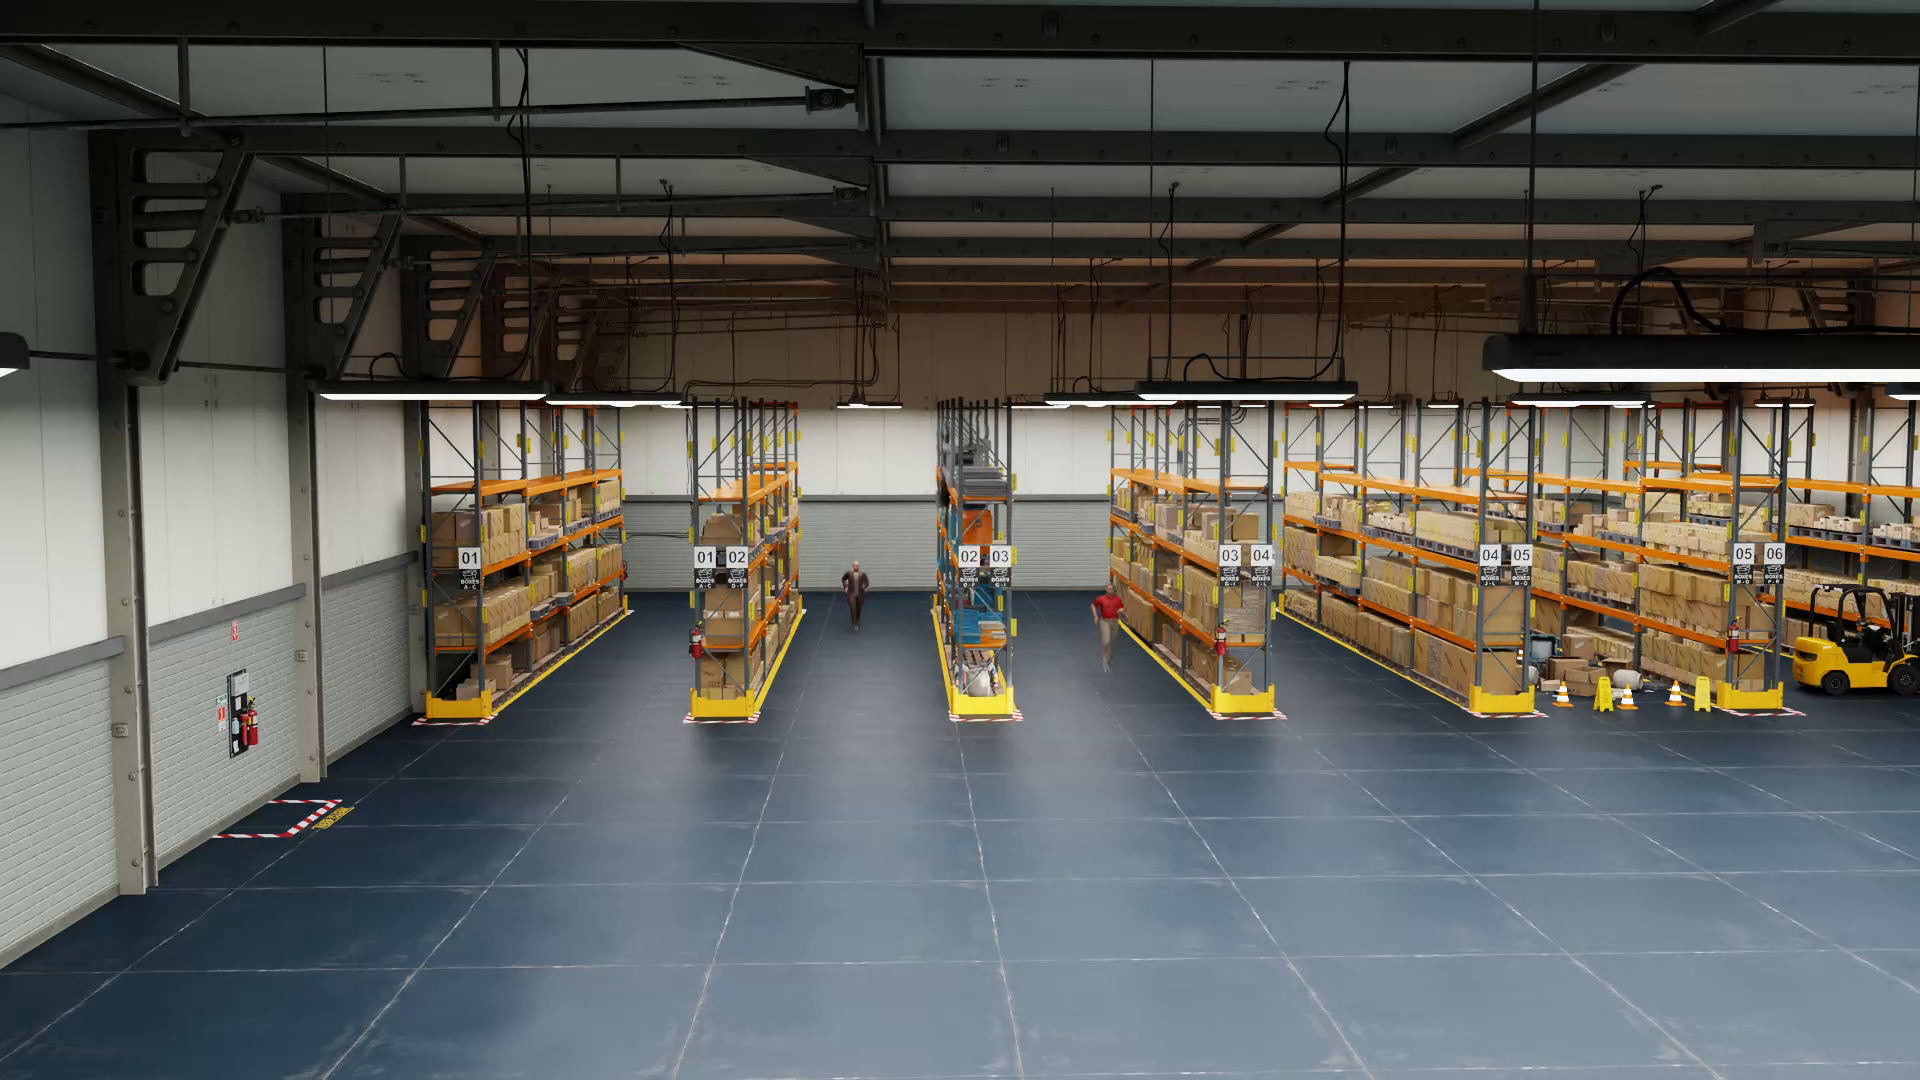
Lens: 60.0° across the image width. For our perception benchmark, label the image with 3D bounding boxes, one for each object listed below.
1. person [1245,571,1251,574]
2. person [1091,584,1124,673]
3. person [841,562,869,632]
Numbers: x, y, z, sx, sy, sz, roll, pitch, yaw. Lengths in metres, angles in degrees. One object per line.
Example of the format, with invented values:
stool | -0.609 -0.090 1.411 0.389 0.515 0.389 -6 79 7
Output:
person | 8.002 1.173 47.778 0.706 1.740 0.638 3 5 36
person | 3.188 1.872 35.420 0.631 1.862 0.728 -1 5 -17
person | -2.736 1.458 43.648 0.708 1.793 1.048 -1 4 -10
